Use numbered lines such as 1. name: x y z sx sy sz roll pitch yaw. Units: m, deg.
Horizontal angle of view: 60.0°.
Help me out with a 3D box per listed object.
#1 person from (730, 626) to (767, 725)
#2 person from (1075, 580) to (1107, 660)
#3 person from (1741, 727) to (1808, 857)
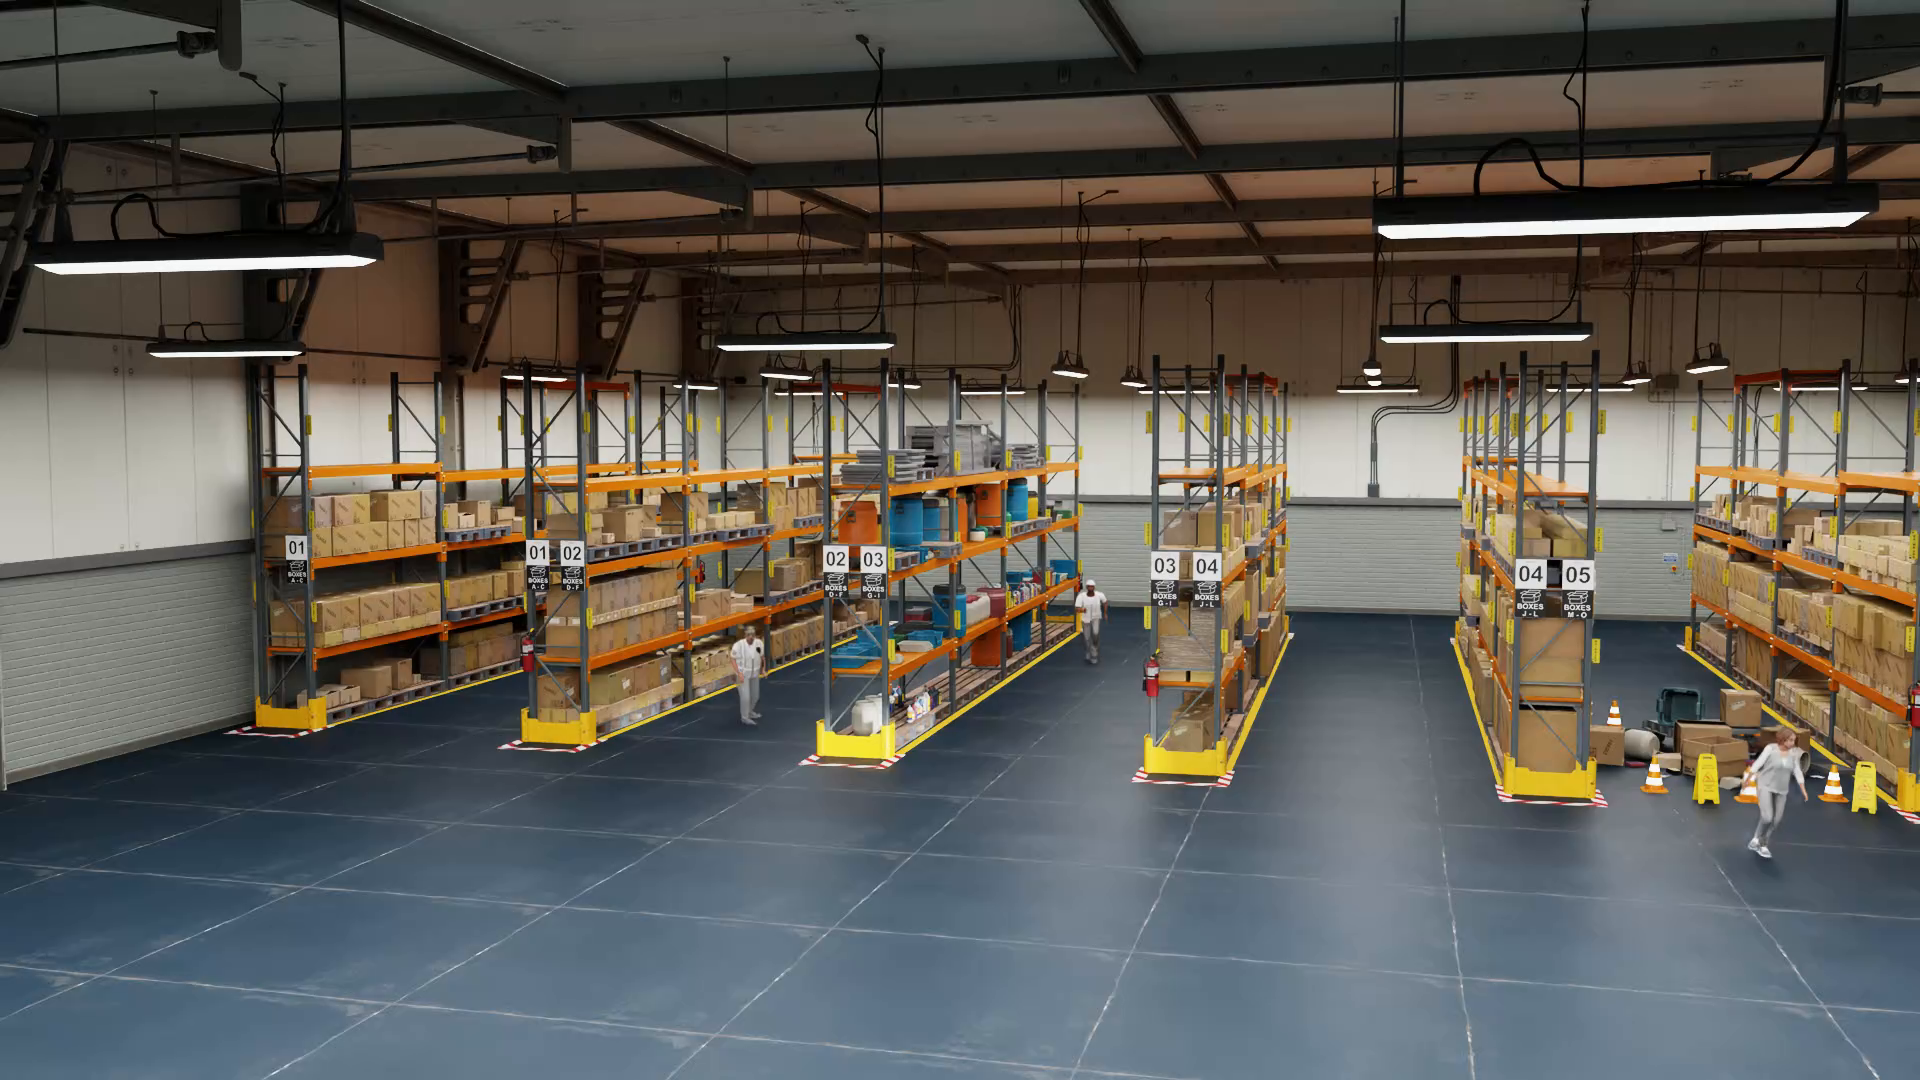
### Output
1. person: -3.574 2.251 27.904 0.681 1.712 0.800 -3 5 -34
2. person: 2.745 1.683 34.811 0.676 1.726 0.827 0 4 5
3. person: 9.412 2.916 19.184 0.541 1.555 0.611 0 4 -5
